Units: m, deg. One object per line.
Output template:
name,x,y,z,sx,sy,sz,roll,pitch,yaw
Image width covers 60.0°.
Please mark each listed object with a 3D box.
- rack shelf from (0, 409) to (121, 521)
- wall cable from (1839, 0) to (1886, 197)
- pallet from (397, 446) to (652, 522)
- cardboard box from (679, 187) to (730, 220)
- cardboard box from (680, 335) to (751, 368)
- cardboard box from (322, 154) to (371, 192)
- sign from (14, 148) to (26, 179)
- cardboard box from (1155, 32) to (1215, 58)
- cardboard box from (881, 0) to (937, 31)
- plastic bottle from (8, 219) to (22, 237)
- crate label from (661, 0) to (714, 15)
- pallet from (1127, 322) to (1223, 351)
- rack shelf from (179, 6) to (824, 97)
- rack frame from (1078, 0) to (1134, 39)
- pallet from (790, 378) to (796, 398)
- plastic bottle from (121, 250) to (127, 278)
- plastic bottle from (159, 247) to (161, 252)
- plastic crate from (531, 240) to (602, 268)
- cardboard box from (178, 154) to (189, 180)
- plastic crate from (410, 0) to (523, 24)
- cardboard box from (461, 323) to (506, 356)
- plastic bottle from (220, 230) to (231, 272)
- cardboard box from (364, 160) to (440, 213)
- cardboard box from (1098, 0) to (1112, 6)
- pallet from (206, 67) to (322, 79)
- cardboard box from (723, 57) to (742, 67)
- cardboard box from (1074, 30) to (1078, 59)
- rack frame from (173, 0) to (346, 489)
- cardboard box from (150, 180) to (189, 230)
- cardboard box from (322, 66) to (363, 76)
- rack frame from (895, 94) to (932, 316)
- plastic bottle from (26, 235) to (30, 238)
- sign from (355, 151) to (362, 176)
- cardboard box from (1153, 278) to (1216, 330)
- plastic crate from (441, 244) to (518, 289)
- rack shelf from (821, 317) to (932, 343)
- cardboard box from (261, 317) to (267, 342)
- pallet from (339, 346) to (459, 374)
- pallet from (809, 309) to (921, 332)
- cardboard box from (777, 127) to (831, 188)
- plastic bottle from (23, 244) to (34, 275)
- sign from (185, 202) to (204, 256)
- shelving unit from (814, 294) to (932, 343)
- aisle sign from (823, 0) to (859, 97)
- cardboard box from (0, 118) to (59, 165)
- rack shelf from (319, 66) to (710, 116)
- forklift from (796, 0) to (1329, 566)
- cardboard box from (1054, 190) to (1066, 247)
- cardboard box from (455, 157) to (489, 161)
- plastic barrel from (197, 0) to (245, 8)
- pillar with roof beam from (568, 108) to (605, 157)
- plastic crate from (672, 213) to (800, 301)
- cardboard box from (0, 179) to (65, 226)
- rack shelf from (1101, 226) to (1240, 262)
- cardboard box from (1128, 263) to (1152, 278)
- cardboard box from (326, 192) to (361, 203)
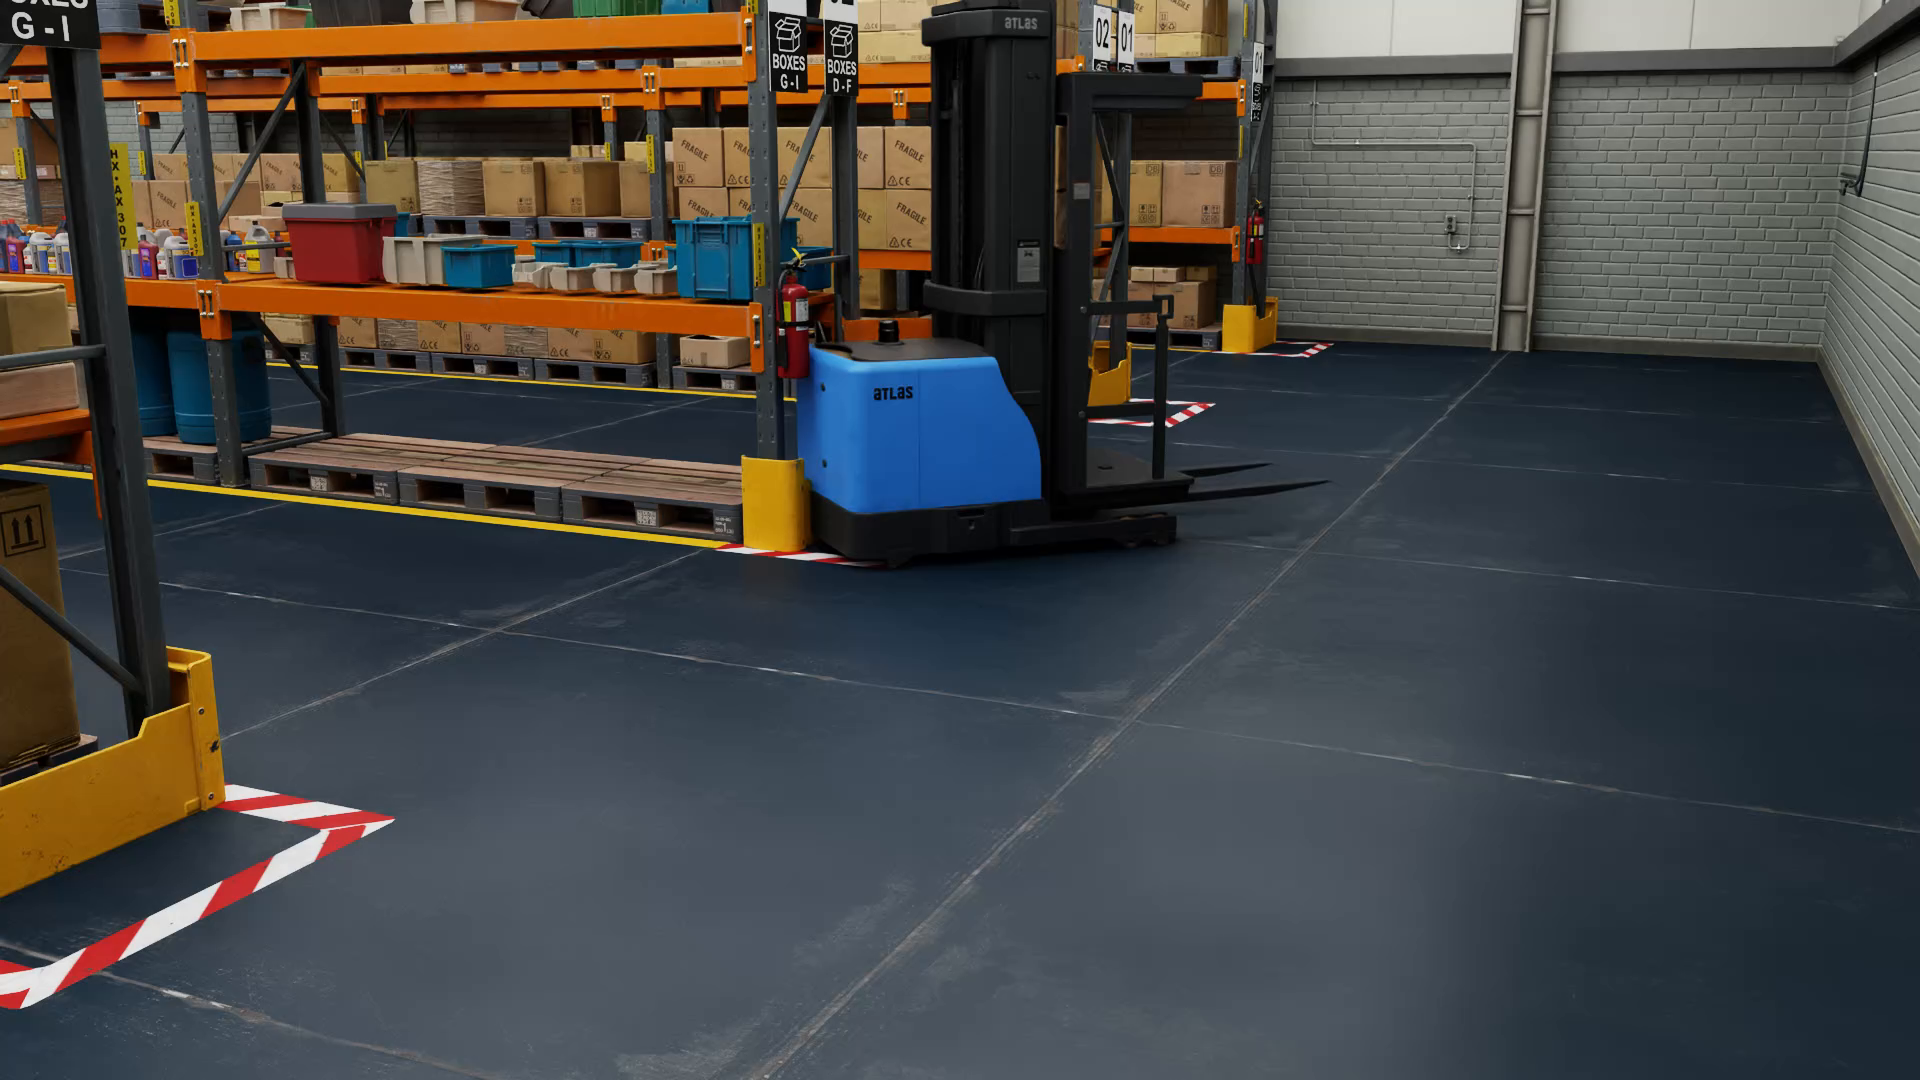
rack shelf,-4.674,-0.327,5.656,4.000,0.370,1.077,6,14,23
wall cable,8.200,-4.407,15.134,0.112,2.526,3.097,6,14,23
pallet,-2.689,-0.367,10.355,1.213,0.211,1.003,6,14,23
cardboard box,-2.131,-2.875,14.724,0.500,0.500,0.500,6,15,25
cardboard box,-2.191,-1.752,15.078,0.500,0.311,0.500,6,14,23
cardboard box,-8.356,-4.987,22.585,0.500,0.500,0.500,6,14,23
sign,-10.024,-4.015,17.731,0.005,0.325,0.100,6,14,23
cardboard box,2.396,-5.249,17.680,0.500,0.250,0.500,6,15,25
cardboard box,-0.315,-4.279,13.592,0.500,0.250,0.500,6,14,23
plastic bottle,-6.538,-2.035,11.471,0.185,0.351,0.144,6,14,23
crate label,-1.552,-3.067,9.520,0.502,0.251,0.408,6,14,23
pallet,2.411,-2.296,18.577,1.213,0.211,1.003,6,14,23
rack shelf,-2.668,-2.822,9.722,4.000,0.370,1.077,6,14,23
rack frame,1.171,-5.481,12.917,0.127,3.000,1.000,6,14,23
pallet,-0.740,-1.397,14.746,1.213,0.211,1.003,6,14,23
plastic bottle,-5.469,-1.889,10.848,0.185,0.351,0.144,6,14,23
plastic bottle,-5.202,-1.799,10.790,0.097,0.201,0.097,0,13,0
plastic crate,-2.410,-1.715,10.234,0.300,0.233,0.416,6,14,23
cardboard box,-10.693,-5.223,23.592,0.500,0.500,0.500,6,14,23
plastic crate,-2.829,-2.998,9.476,0.530,0.136,0.437,6,14,23
cardboard box,-4.427,-2.054,15.953,0.500,0.500,0.500,5,14,21
plastic bottle,-5.100,-1.993,11.452,0.135,0.276,0.152,6,14,23
cardboard box,-5.522,-3.519,16.549,0.500,0.500,0.700,1,13,4
cardboard box,1.460,-5.707,17.993,0.500,0.500,0.500,5,14,21
pallet,-6.801,-4.714,16.623,1.003,0.211,1.213,7,15,26
cardboard box,-1.687,-4.174,14.241,0.500,0.250,0.500,6,14,23
cardboard box,0.804,-4.049,13.705,0.500,0.250,0.500,6,14,23
rack frame,-4.496,-1.897,10.772,0.127,3.000,1.000,6,14,23
cardboard box,-8.166,-3.550,17.600,0.500,0.500,0.500,6,14,23
cardboard box,-5.731,-4.777,16.260,0.500,0.500,0.910,6,14,23
rack frame,-0.484,-3.966,19.590,0.127,3.000,1.000,6,14,23
plastic bottle,-6.857,-2.141,12.247,0.097,0.201,0.097,0,13,0
sign,-8.011,-5.014,22.160,0.005,0.325,0.100,6,14,23
cardboard box,2.493,-2.627,18.437,0.500,0.500,0.700,6,14,23
plastic crate,-2.821,-1.611,9.788,0.300,0.233,0.416,6,14,23
rack shelf,-0.295,-1.205,9.935,1.000,0.278,0.538,-5,9,-20
cardboard box,-7.196,-2.211,17.213,0.500,0.250,0.500,6,14,23
pallet,-5.477,-1.866,16.747,1.213,0.211,1.003,6,14,23
pallet,-1.220,-2.664,20.146,1.213,0.211,1.003,6,14,23
cardboard box,-1.228,-3.269,14.211,0.500,0.500,0.500,5,14,22
plastic bottle,-6.235,-1.888,11.171,0.097,0.201,0.097,0,13,0
sign,-4.721,-1.917,10.251,0.005,0.325,0.100,6,14,23
shelving unit,-0.286,-0.916,9.976,1.048,1.125,0.538,-5,9,-20
aisle sign,-0.653,-2.848,9.133,0.004,0.787,0.394,6,14,23
cardboard box,-10.209,-4.391,18.344,0.500,0.500,0.700,6,14,24
rack shelf,-4.315,-4.226,15.707,4.000,0.370,1.077,6,14,23
forklift,0.648,-1.493,9.199,3.031,2.935,1.130,-6,14,-22
cardboard box,0.651,-2.594,13.525,0.500,0.500,0.500,6,15,25
cardboard box,-6.224,-4.807,21.993,0.500,0.500,0.700,8,15,31
plastic barrel,-4.876,-3.729,10.796,0.433,0.535,0.433,0,13,0
pillar with roof beam,-6.723,-6.658,17.933,0.400,9.000,9.100,6,14,23
plastic crate,-1.221,-1.565,9.149,0.499,0.435,0.616,6,14,23
cardboard box,-10.209,-3.760,18.492,0.500,0.500,0.700,5,14,22
rack shelf,1.345,-3.431,18.884,4.000,0.370,1.077,6,14,23
cardboard box,1.996,-3.043,18.790,0.250,0.149,0.380,6,14,24
cardboard box,-8.354,-4.623,22.676,0.500,0.250,0.500,6,14,23
